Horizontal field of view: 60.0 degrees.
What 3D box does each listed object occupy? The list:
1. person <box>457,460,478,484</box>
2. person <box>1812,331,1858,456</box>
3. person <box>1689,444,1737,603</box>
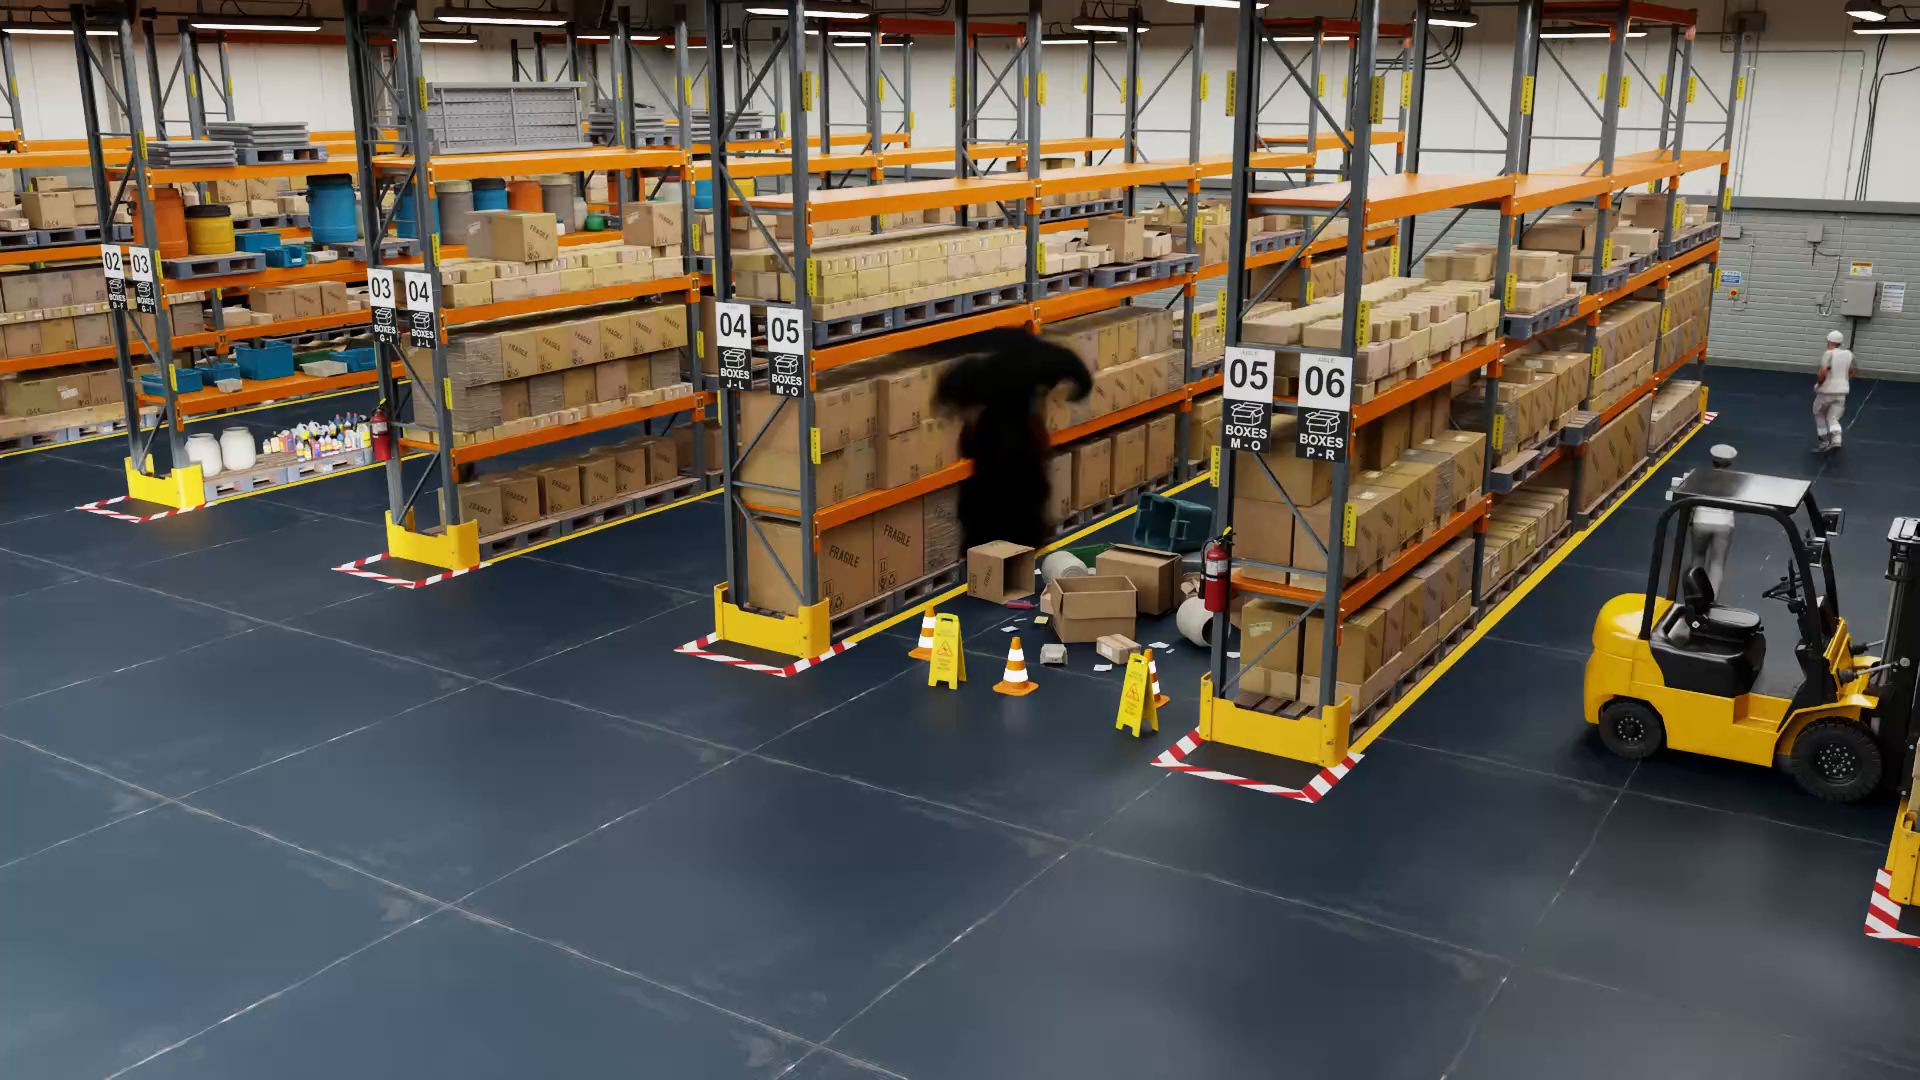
[{"bbox_3d":[-6.345,-1.265,20.865,0.726,1.580,0.971,1,16,2],"label":"person"},{"bbox_3d":[12.229,-2.009,23.180,0.627,1.760,0.831,1,16,2],"label":"person"},{"bbox_3d":[7.450,-0.082,16.464,0.565,1.651,0.955,7,17,23],"label":"person"}]
